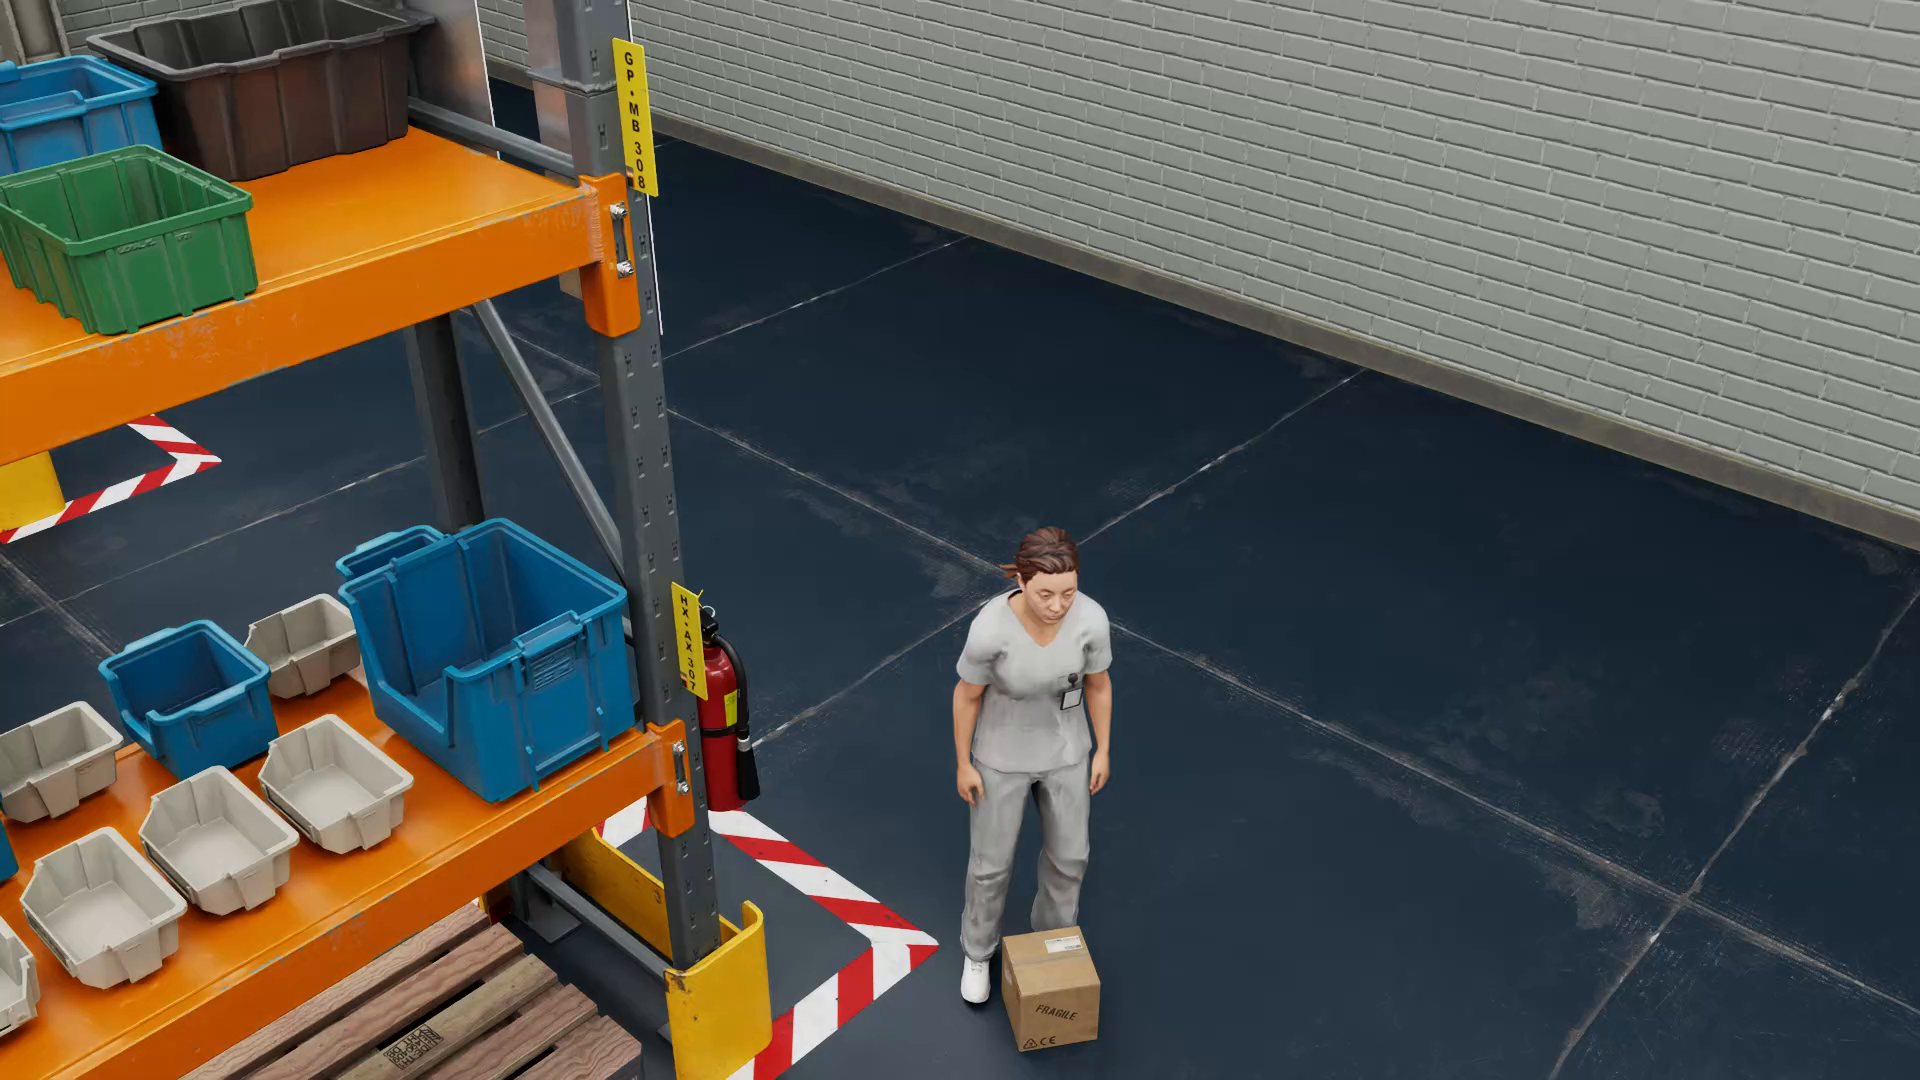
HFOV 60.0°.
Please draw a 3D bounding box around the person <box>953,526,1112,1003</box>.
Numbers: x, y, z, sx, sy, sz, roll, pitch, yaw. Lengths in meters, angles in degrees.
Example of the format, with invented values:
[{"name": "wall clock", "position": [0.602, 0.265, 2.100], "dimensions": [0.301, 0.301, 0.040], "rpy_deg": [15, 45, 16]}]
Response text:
[{"name": "person", "position": [0.223, 0.670, 5.039], "dimensions": [0.485, 1.672, 0.360], "rpy_deg": [-5, 32, -9]}]
